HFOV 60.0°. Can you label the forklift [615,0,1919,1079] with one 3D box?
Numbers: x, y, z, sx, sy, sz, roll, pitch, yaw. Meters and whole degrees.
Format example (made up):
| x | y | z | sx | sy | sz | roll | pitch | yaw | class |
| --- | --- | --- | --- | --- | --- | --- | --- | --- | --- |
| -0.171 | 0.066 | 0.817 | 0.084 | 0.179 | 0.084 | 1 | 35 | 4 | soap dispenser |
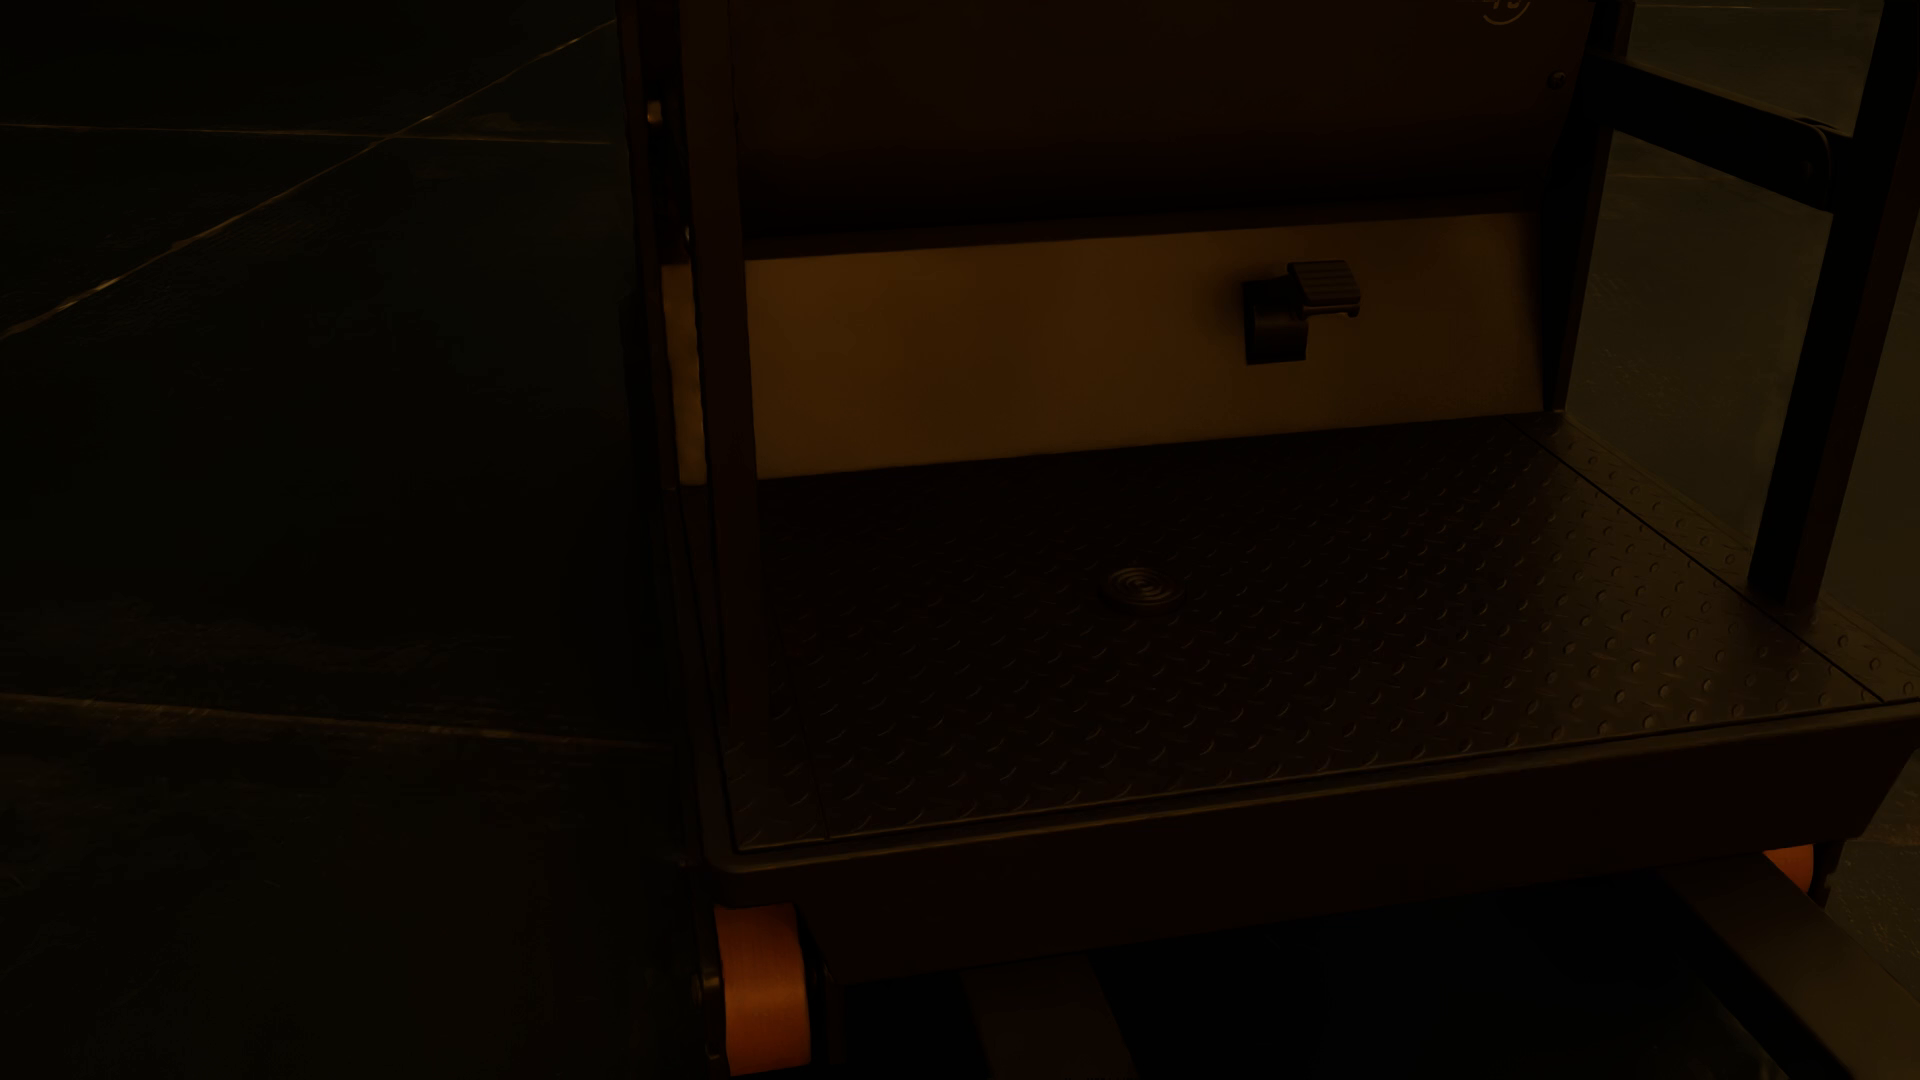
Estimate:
| x | y | z | sx | sy | sz | roll | pitch | yaw | class |
| --- | --- | --- | --- | --- | --- | --- | --- | --- | --- |
| 0.246 | -1.008 | 1.237 | 1.130 | 2.935 | 3.031 | -6 | 27 | -11 | forklift |
